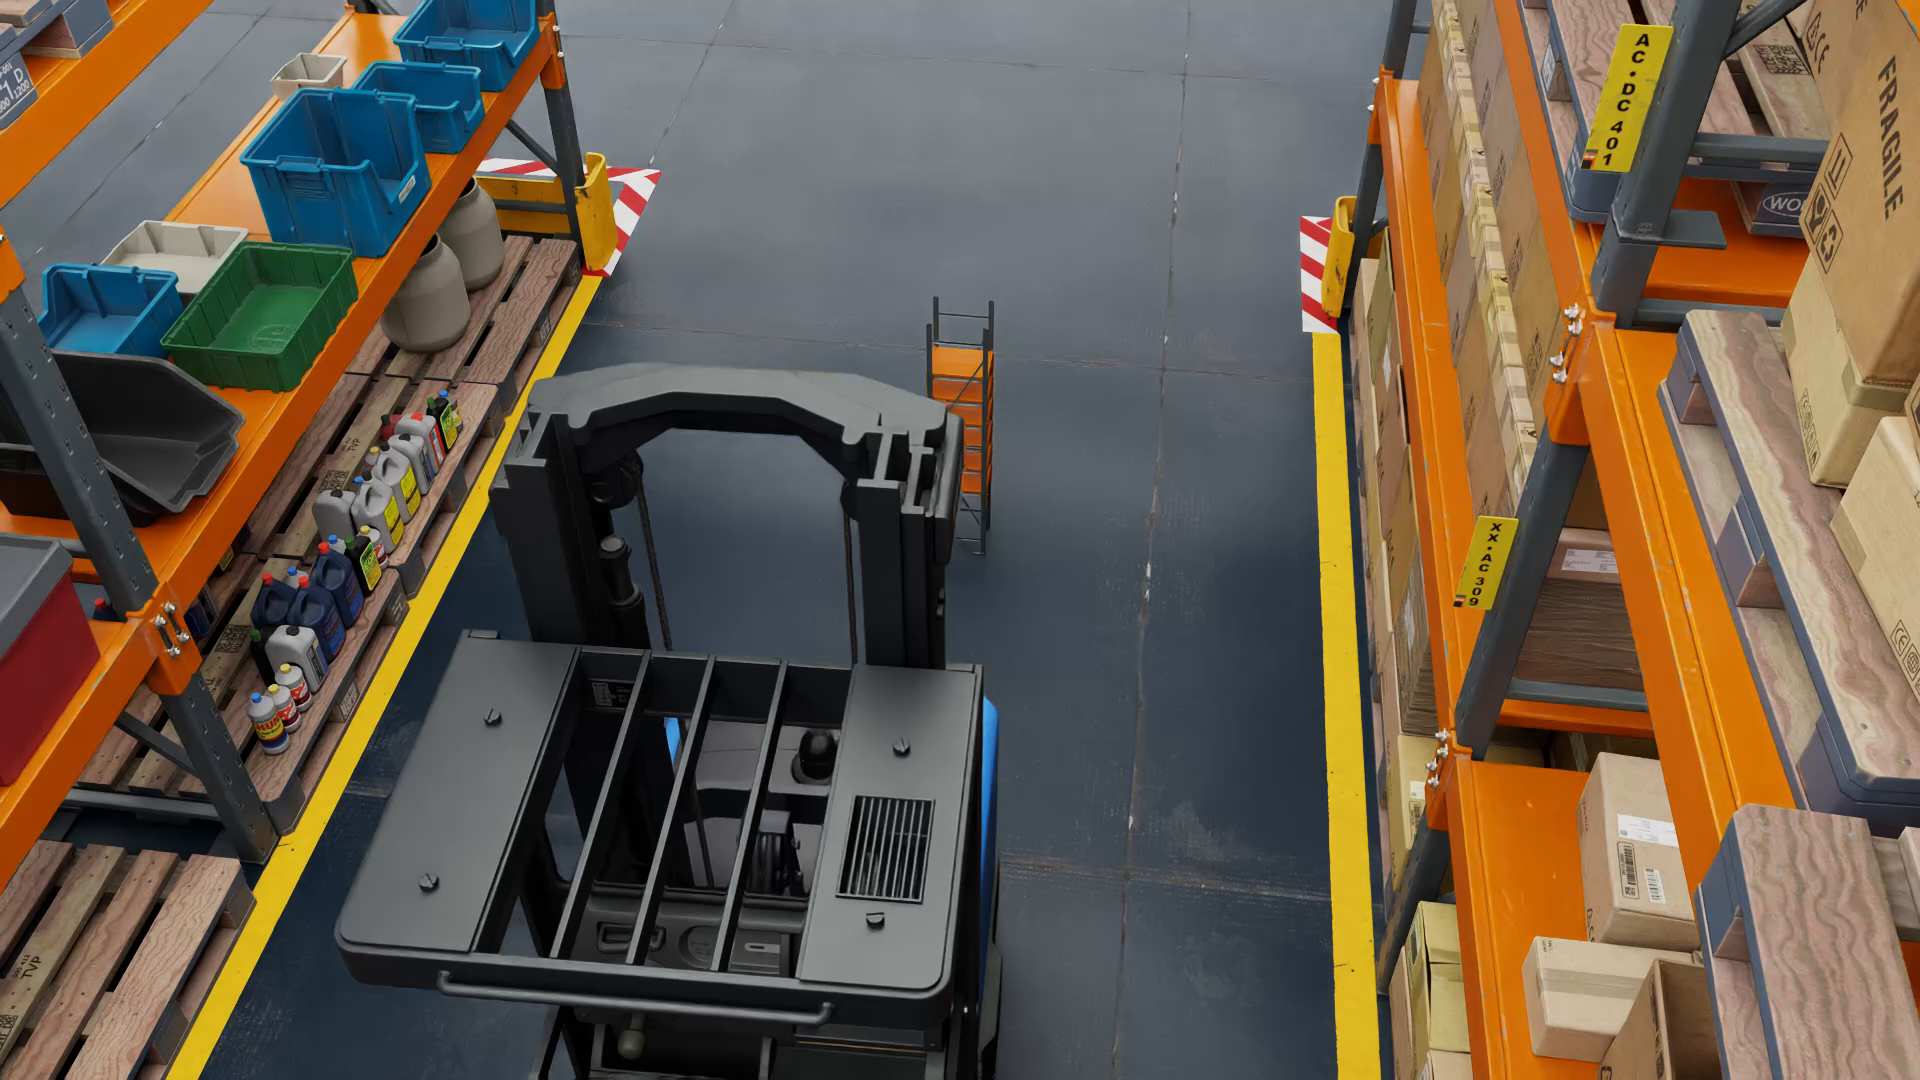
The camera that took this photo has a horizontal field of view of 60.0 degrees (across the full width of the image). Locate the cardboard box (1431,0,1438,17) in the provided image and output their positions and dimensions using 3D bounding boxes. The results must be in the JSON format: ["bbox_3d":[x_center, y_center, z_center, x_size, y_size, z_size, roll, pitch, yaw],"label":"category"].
[{"bbox_3d":[2.176,-2.295,6.948,0.380,0.149,0.250,5,44,5],"label":"cardboard box"}]

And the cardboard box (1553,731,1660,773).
[{"bbox_3d":[2.284,0.741,5.435,0.500,0.500,0.500,5,44,6],"label":"cardboard box"}]

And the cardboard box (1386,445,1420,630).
[{"bbox_3d":[1.897,0.012,6.205,0.500,0.500,0.500,5,44,6],"label":"cardboard box"}]

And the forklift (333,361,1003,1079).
[{"bbox_3d":[-0.518,1.172,3.880,1.130,2.935,3.031,4,44,4],"label":"forklift"}]

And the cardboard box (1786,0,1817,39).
[{"bbox_3d":[2.312,-1.493,4.121,0.500,0.311,0.500,3,44,3],"label":"cardboard box"}]

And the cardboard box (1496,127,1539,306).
[{"bbox_3d":[2.098,-1.041,5.152,0.700,0.500,0.500,5,44,5],"label":"cardboard box"}]

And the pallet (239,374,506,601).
[{"bbox_3d":[-2.708,-0.273,7.385,1.003,0.211,1.213,5,44,6],"label":"pallet"}]

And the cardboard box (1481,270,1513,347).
[{"bbox_3d":[1.873,-0.715,5.279,0.380,0.149,0.250,5,44,5],"label":"cardboard box"}]

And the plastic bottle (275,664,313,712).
[{"bbox_3d":[-2.493,0.543,6.211,0.097,0.201,0.097,0,43,0],"label":"plastic bottle"}]

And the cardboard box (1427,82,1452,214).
[{"bbox_3d":[2.302,-1.632,6.719,0.700,0.500,0.500,6,44,7],"label":"cardboard box"}]

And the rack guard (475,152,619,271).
[{"bbox_3d":[-2.431,-1.760,8.745,1.175,0.500,0.348,5,44,6],"label":"rack guard"}]

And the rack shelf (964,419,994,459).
[{"bbox_3d":[0.002,-0.413,6.878,0.258,0.103,0.180,5,44,6],"label":"rack shelf"}]

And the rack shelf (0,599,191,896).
[{"bbox_3d":[-3.261,1.626,3.874,1.077,0.370,4.000,5,44,6],"label":"rack shelf"}]

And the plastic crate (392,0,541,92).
[{"bbox_3d":[-2.237,-2.302,7.607,0.499,0.251,0.616,5,44,6],"label":"plastic crate"}]

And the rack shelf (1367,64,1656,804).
[{"bbox_3d":[2.177,-0.647,6.275,1.077,0.370,4.000,5,44,6],"label":"rack shelf"}]

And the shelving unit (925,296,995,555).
[{"bbox_3d":[0.002,-0.446,6.848,0.258,1.200,0.189,5,44,6],"label":"shelving unit"}]

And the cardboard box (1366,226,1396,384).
[{"bbox_3d":[2.086,-1.011,7.285,0.500,0.500,0.500,5,44,6],"label":"cardboard box"}]

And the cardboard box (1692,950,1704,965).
[{"bbox_3d":[1.979,1.120,3.984,0.396,0.266,0.258,4,44,4],"label":"cardboard box"}]

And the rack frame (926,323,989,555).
[{"bbox_3d":[-0.010,-0.383,6.782,0.240,1.200,0.006,5,44,6],"label":"rack frame"}]

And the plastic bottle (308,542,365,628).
[{"bbox_3d":[-2.454,0.163,6.503,0.144,0.351,0.185,4,44,4],"label":"plastic bottle"}]

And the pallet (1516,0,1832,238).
[{"bbox_3d":[2.000,-1.186,4.203,1.003,0.211,1.213,5,44,6],"label":"pallet"}]

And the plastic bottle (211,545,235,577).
[{"bbox_3d":[-3.024,0.004,6.719,0.061,0.283,0.133,5,44,6],"label":"plastic bottle"}]

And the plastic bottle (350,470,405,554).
[{"bbox_3d":[-2.397,-0.127,6.809,0.144,0.351,0.185,5,44,5],"label":"plastic bottle"}]

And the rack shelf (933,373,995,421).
[{"bbox_3d":[0.002,-0.588,6.713,0.258,0.103,0.180,5,44,6],"label":"rack shelf"}]

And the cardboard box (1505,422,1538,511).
[{"bbox_3d":[1.771,-0.190,4.725,0.380,0.149,0.250,4,44,5],"label":"cardboard box"}]

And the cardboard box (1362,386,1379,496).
[{"bbox_3d":[2.021,-0.398,7.183,0.500,0.250,0.500,5,44,6],"label":"cardboard box"}]

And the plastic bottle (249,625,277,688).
[{"bbox_3d":[-2.610,0.419,6.281,0.061,0.283,0.133,5,44,6],"label":"plastic bottle"}]

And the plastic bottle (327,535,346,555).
[{"bbox_3d":[-2.471,0.088,6.639,0.097,0.271,0.097,0,43,0],"label":"plastic bottle"}]

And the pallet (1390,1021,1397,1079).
[{"bbox_3d":[1.854,1.973,5.013,1.003,0.211,1.213,5,44,6],"label":"pallet"}]

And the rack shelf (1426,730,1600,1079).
[{"bbox_3d":[1.648,2.079,3.396,1.077,0.370,4.000,5,44,6],"label":"rack shelf"}]

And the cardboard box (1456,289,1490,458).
[{"bbox_3d":[2.099,-0.586,5.615,0.700,0.500,0.500,6,44,6],"label":"cardboard box"}]

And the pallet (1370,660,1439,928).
[{"bbox_3d":[2.059,0.929,6.115,1.003,0.211,1.213,5,44,6],"label":"pallet"}]

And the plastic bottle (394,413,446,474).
[{"bbox_3d":[-2.337,-0.434,7.188,0.152,0.276,0.135,6,44,6],"label":"plastic bottle"}]

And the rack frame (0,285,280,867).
[{"bbox_3d":[-2.997,0.002,5.066,1.000,3.000,0.127,5,44,6],"label":"rack frame"}]

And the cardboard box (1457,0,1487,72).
[{"bbox_3d":[2.296,-2.067,6.235,0.700,0.500,0.500,4,44,4],"label":"cardboard box"}]

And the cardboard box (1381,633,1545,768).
[{"bbox_3d":[1.833,0.625,6.103,0.500,0.250,0.500,5,44,6],"label":"cardboard box"}]

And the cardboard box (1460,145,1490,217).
[{"bbox_3d":[1.972,-1.248,5.842,0.380,0.149,0.250,6,44,6],"label":"cardboard box"}]

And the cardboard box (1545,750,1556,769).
[{"bbox_3d":[2.275,1.012,5.694,0.500,0.250,0.500,5,44,6],"label":"cardboard box"}]

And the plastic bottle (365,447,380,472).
[{"bbox_3d":[-2.481,-0.311,7.112,0.097,0.201,0.097,0,43,0],"label":"plastic bottle"}]

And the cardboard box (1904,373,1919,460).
[{"bbox_3d":[1.740,-0.198,2.354,0.500,0.500,0.500,9,44,10],"label":"cardboard box"}]

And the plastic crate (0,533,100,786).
[{"bbox_3d":[-2.757,0.337,4.666,0.402,0.464,0.583,5,44,6],"label":"plastic crate"}]

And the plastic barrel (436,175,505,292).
[{"bbox_3d":[-2.479,-1.518,8.175,0.421,0.512,0.421,0,43,0],"label":"plastic barrel"}]

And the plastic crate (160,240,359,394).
[{"bbox_3d":[-2.537,-0.820,6.089,0.450,0.188,0.662,5,44,6],"label":"plastic crate"}]

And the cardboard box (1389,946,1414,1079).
[{"bbox_3d":[1.614,1.553,5.122,0.500,0.250,0.500,4,44,5],"label":"cardboard box"}]

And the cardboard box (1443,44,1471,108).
[{"bbox_3d":[2.074,-1.773,6.397,0.380,0.149,0.250,5,44,5],"label":"cardboard box"}]
